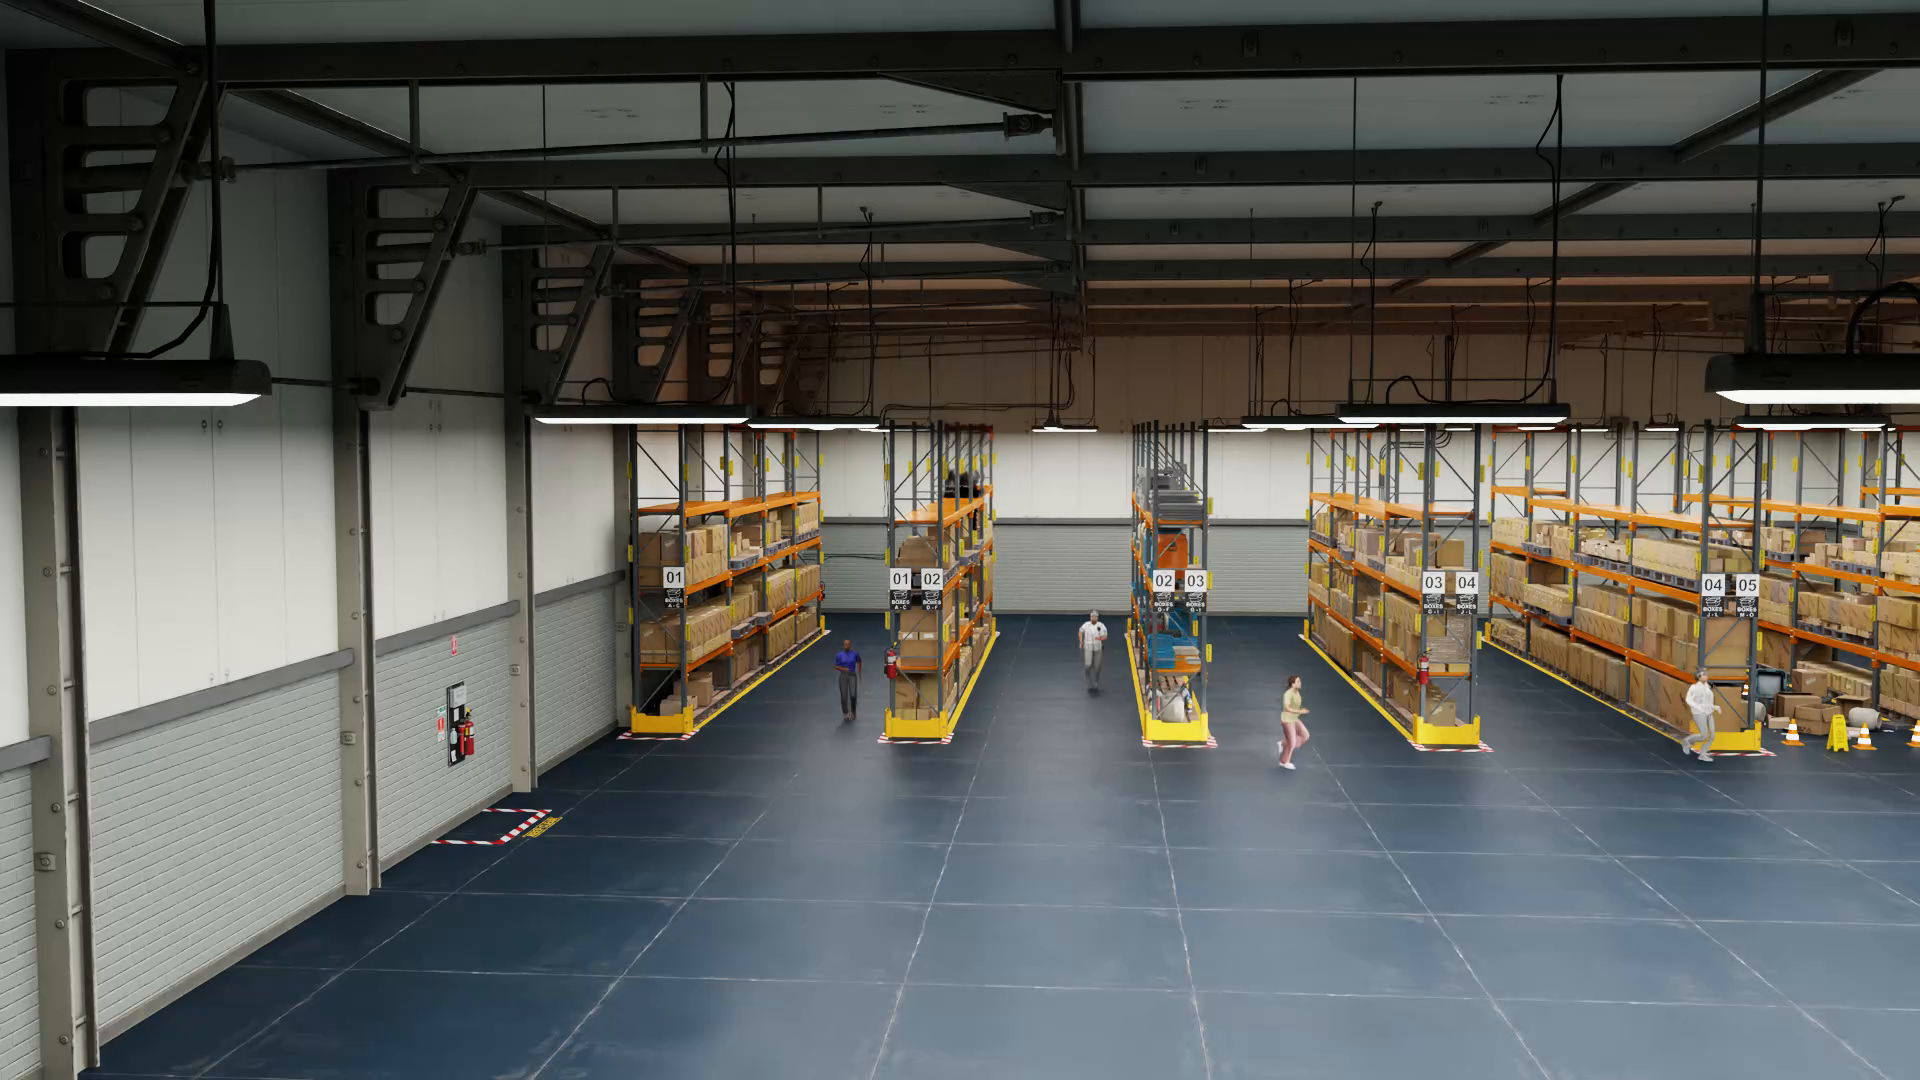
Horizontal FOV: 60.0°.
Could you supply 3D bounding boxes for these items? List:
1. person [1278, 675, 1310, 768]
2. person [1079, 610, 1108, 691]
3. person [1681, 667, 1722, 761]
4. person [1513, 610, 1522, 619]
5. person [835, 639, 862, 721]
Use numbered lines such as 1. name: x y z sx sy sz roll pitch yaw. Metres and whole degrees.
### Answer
1. person: 5.731 3.111 28.496 0.602 1.619 0.620 2 4 34
2. person: 2.993 2.485 37.369 0.637 1.833 0.738 0 4 2
3. person: 13.017 3.046 29.222 0.617 1.647 0.578 -2 4 -31
4. person: 16.187 1.890 47.745 0.594 1.617 0.563 -1 4 -19
5. person: -2.232 2.797 33.210 0.525 1.648 0.670 0 4 -6
